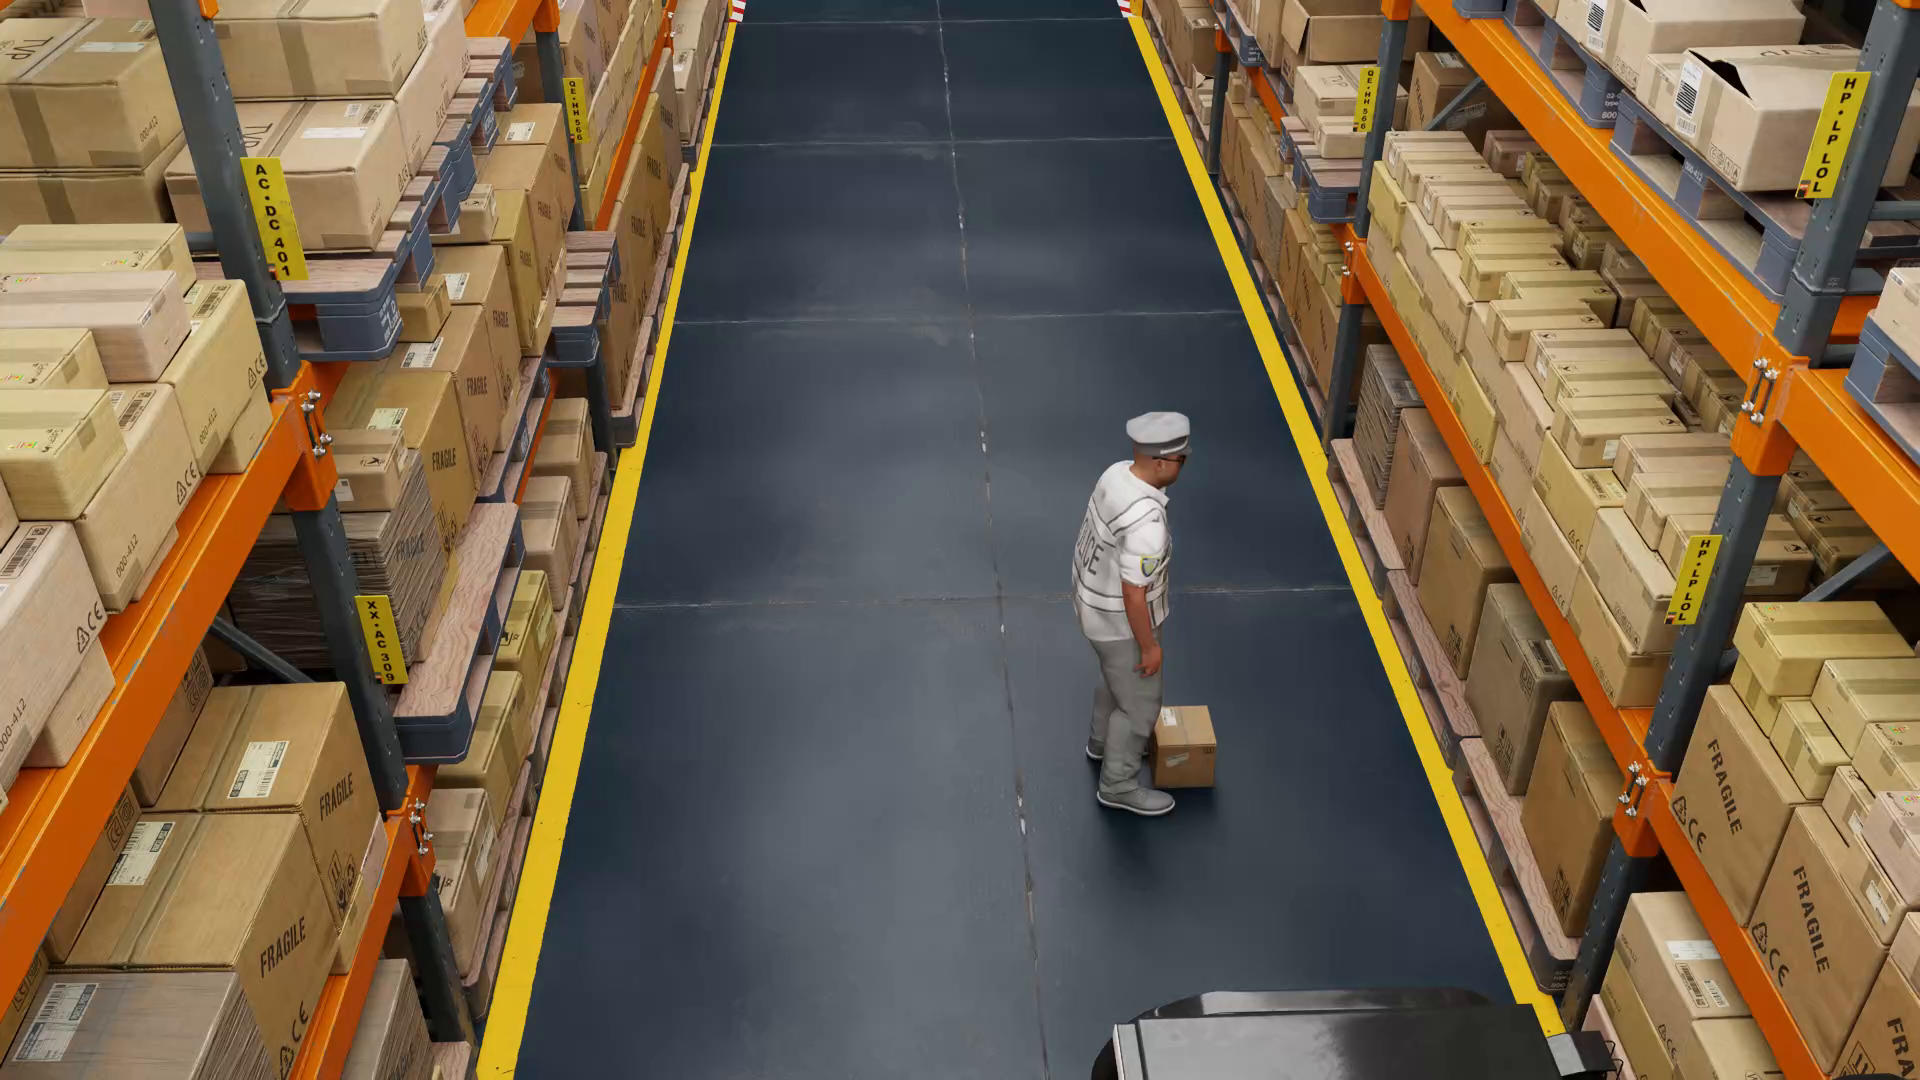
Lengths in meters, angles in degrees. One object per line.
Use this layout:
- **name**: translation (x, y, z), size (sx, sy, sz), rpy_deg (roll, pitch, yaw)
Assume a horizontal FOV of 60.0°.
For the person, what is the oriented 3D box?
- **person**: translation (0.679, 0.286, 6.729), size (0.428, 1.749, 0.601), rpy_deg (-3, 35, -4)
